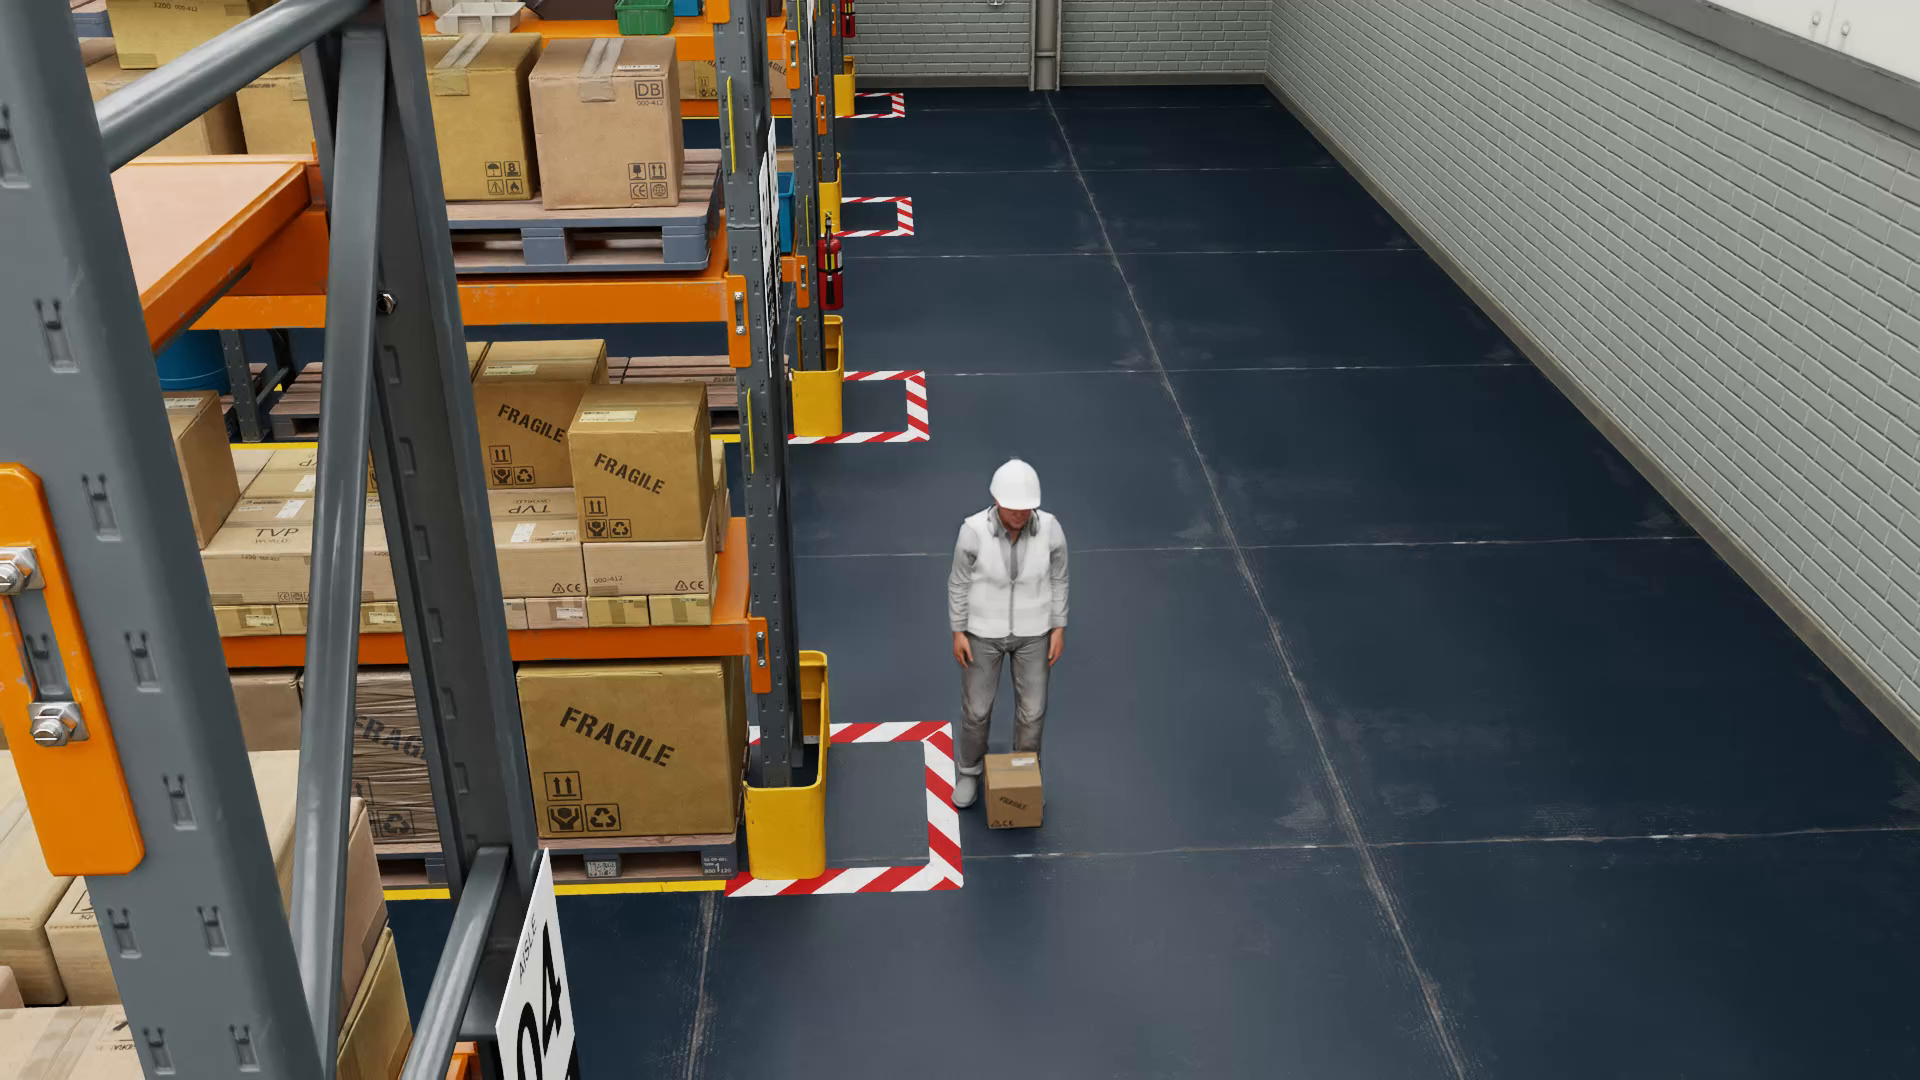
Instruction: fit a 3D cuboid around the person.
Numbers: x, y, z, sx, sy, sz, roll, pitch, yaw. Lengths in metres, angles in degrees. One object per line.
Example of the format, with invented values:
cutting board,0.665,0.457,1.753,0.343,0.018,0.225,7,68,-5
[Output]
person,0.229,0.428,7.766,0.569,1.770,0.474,-2,27,-4
